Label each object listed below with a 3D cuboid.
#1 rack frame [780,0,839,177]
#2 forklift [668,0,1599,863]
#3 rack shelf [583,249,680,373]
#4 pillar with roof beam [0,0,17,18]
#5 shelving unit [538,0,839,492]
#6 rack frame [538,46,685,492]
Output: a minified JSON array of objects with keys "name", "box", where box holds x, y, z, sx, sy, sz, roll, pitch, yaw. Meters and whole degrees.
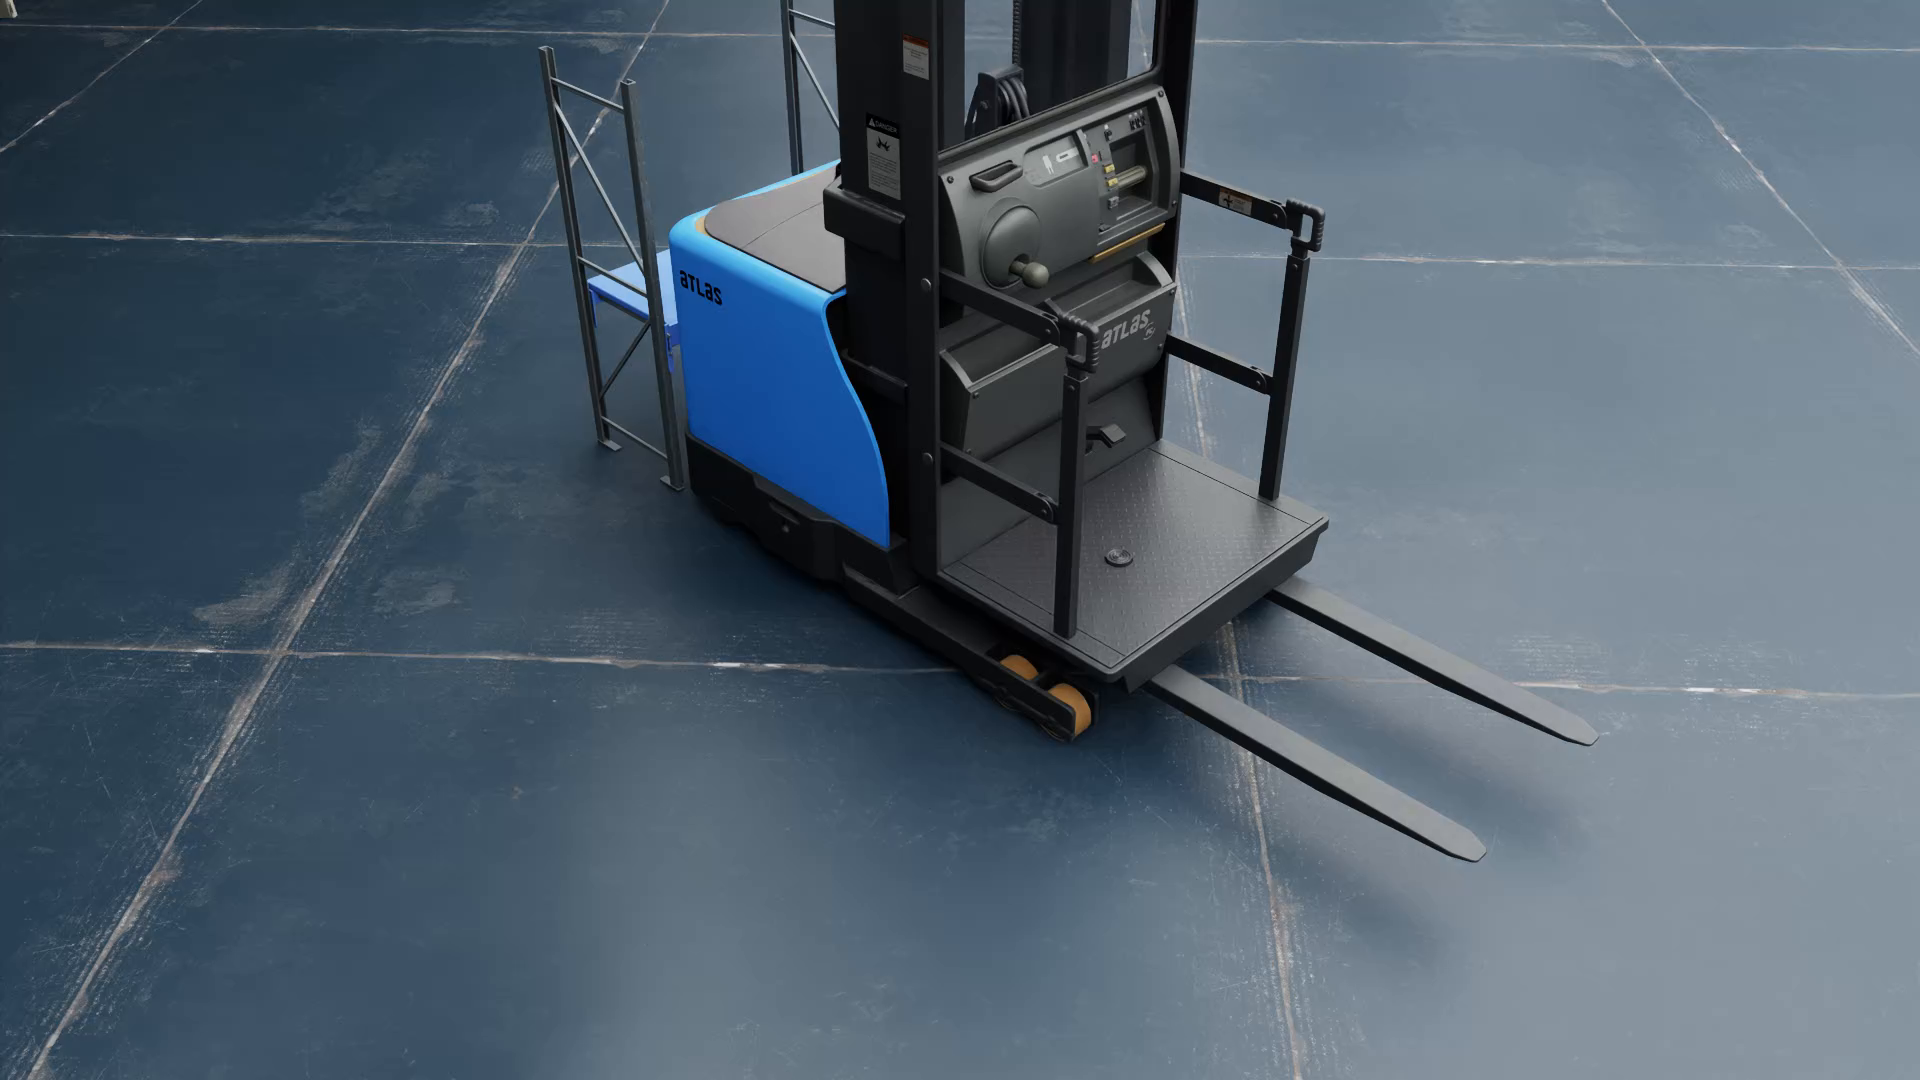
[{"name":"rack frame","box":[-0.465,-1.308,6.303,0.032,1.500,0.500,-30,44,-35]},{"name":"forklift","box":[0.452,-0.946,4.548,3.031,2.935,1.130,29,44,35]},{"name":"rack shelf","box":[-0.824,-0.954,6.112,1.000,0.185,0.538,-30,44,-35]},{"name":"pillar with roof beam","box":[-1.776,-6.770,7.557,9.100,9.000,0.400,1,35,2]},{"name":"shelving unit","box":[-0.825,-1.102,6.010,1.048,1.500,0.538,-30,44,-35]},{"name":"rack frame","box":[-1.186,-0.896,5.717,0.032,1.500,0.500,-30,44,-35]}]
